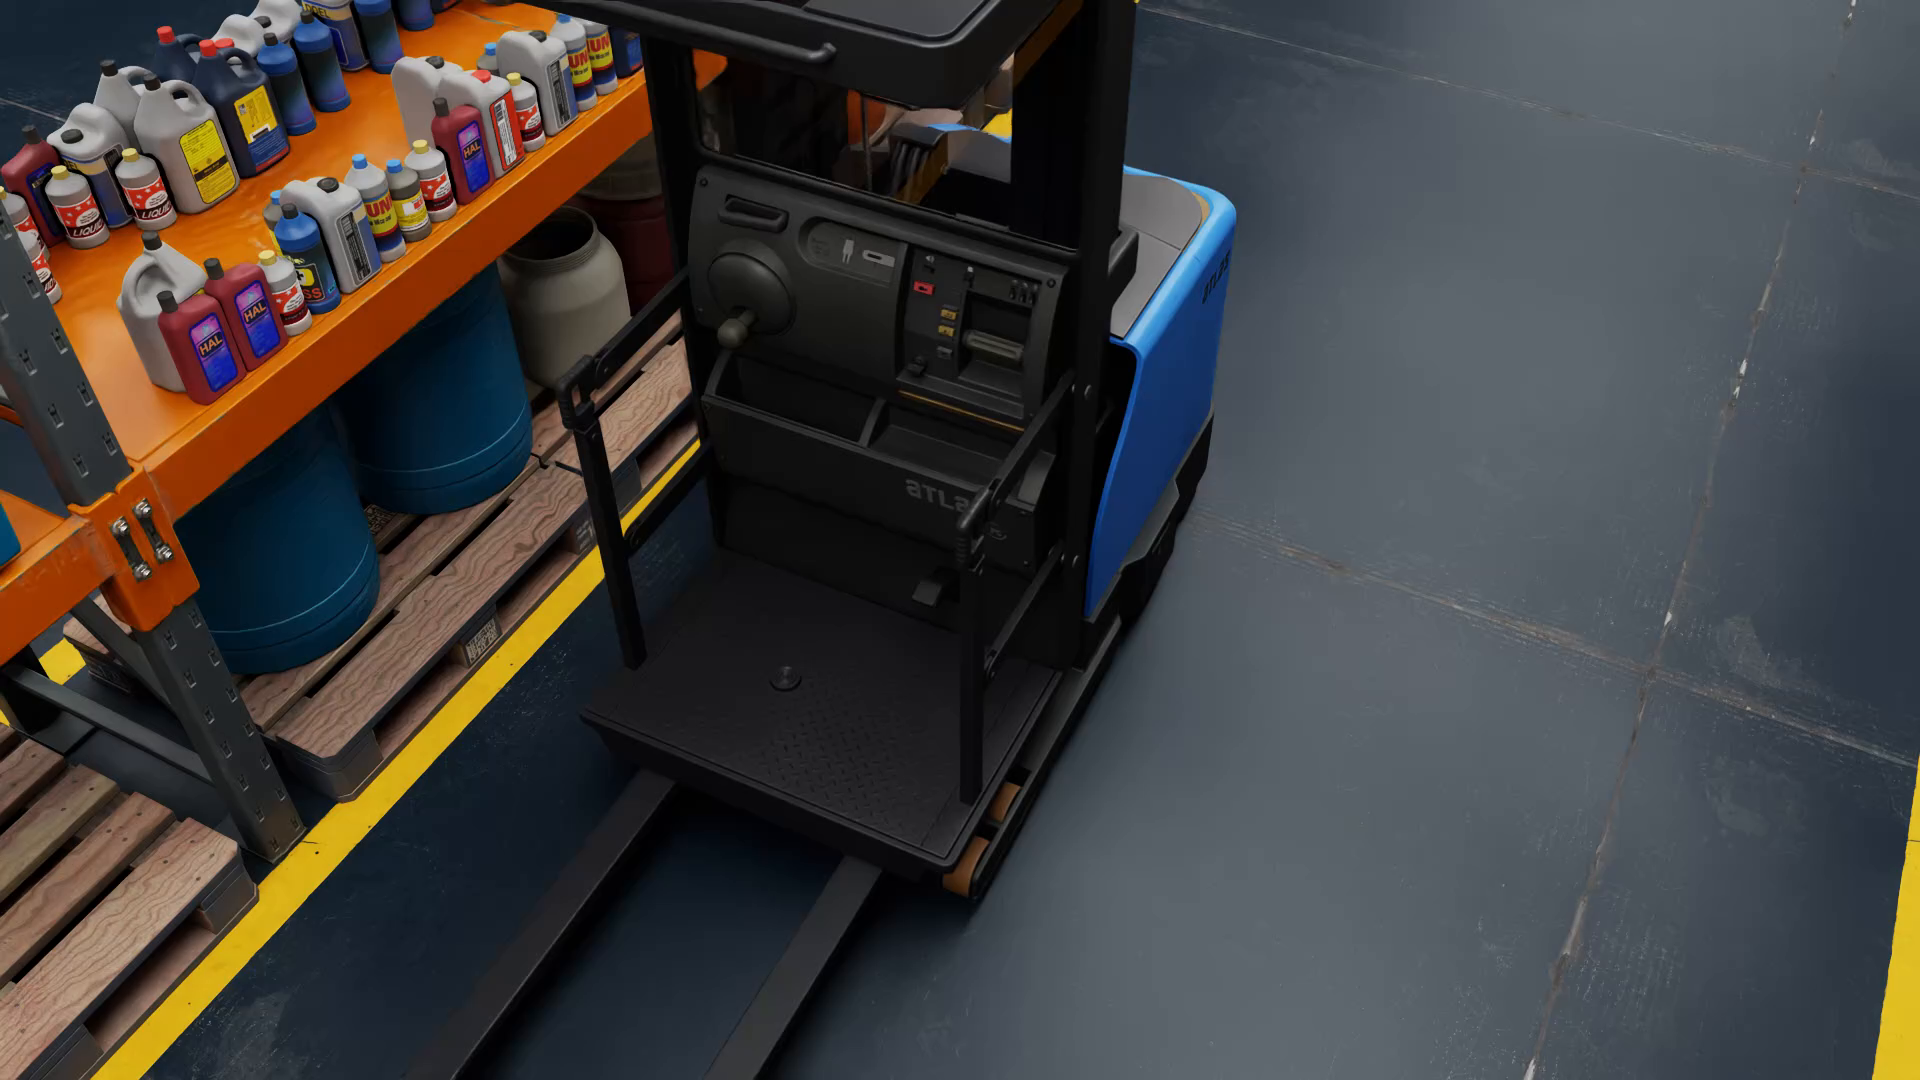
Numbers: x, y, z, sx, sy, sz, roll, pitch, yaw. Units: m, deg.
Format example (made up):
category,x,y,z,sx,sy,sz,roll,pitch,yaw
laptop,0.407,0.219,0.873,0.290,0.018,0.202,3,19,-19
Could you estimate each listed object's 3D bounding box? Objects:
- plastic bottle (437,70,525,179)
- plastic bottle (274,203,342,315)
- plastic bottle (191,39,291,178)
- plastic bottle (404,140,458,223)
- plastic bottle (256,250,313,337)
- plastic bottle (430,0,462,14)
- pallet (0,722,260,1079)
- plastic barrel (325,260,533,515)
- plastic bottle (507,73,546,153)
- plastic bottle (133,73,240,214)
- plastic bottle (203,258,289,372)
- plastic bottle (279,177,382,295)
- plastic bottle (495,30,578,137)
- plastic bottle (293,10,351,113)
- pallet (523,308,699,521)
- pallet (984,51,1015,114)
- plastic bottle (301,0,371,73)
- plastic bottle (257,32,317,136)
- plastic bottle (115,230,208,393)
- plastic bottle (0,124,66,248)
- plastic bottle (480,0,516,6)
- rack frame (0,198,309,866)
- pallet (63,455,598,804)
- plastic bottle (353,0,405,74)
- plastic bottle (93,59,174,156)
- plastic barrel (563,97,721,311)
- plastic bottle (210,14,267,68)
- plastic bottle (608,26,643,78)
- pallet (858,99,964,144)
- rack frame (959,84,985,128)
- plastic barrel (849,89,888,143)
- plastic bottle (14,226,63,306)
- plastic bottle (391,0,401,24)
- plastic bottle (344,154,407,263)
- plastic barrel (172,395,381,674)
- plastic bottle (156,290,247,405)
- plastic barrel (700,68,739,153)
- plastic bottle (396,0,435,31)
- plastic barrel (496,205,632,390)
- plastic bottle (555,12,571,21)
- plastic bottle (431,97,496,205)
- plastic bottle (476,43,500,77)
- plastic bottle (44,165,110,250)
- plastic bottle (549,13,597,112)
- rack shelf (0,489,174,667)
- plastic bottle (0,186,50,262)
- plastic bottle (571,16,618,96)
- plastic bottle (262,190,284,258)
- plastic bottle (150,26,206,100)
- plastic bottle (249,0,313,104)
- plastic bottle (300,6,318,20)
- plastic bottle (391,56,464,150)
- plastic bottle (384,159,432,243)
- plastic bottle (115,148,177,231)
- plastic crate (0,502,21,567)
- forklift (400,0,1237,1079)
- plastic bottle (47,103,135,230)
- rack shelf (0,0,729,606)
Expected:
category,x,y,z,sx,sy,sz,roll,pitch,yaw
plastic bottle,-1.242,-1.101,4.317,0.152,0.276,0.135,20,49,19
plastic bottle,-1.532,-0.665,3.888,0.097,0.271,0.097,0,45,0
plastic bottle,-1.874,-1.134,4.297,0.144,0.351,0.185,20,49,19
plastic bottle,-1.334,-0.909,4.179,0.097,0.201,0.097,0,45,0
plastic bottle,-1.577,-0.579,3.853,0.097,0.201,0.097,0,45,0
plastic bottle,-1.576,-1.759,4.915,0.144,0.351,0.185,20,49,19
pallet,-2.531,1.061,4.053,1.003,0.211,1.213,20,49,19
plastic barrel,-1.628,-0.589,4.903,0.600,0.901,0.708,20,49,19
plastic bottle,-1.164,-1.139,4.406,0.097,0.201,0.097,0,45,0
plastic bottle,-1.960,-1.018,4.182,0.144,0.351,0.185,20,49,19
plastic bottle,-1.614,-0.529,3.746,0.061,0.283,0.133,20,49,19
plastic bottle,-1.502,-0.748,3.968,0.152,0.276,0.135,20,49,19
plastic bottle,-1.135,-1.247,4.461,0.152,0.276,0.135,20,49,19
plastic bottle,-1.742,-1.309,4.525,0.097,0.271,0.097,0,45,0
pallet,-1.264,-0.659,5.753,1.003,0.211,1.213,20,49,19
pallet,0.026,-2.411,7.484,1.003,0.211,1.213,20,49,19
plastic bottle,-1.754,-1.486,4.697,0.152,0.276,0.135,20,49,19
plastic bottle,-1.805,-1.224,4.441,0.097,0.271,0.097,0,45,0
plastic bottle,-1.755,-0.519,3.688,0.144,0.351,0.185,20,49,19
plastic bottle,-2.261,-0.870,4.083,0.061,0.283,0.133,20,49,19
plastic bottle,-1.379,-1.794,4.949,0.144,0.351,0.185,20,49,19
rack frame,-2.224,-0.396,3.532,1.000,3.000,0.127,20,49,19
pallet,-1.829,0.112,4.991,1.003,0.211,1.213,20,49,19
plastic bottle,-1.635,-1.455,4.669,0.097,0.271,0.097,0,45,0
plastic bottle,-2.088,-1.065,4.229,0.144,0.351,0.185,20,49,19
plastic barrel,-1.104,-1.190,5.718,0.600,0.588,0.708,20,49,19
plastic bottle,-1.924,-1.255,4.468,0.152,0.276,0.135,20,49,19
plastic bottle,-0.967,-1.496,4.654,0.144,0.351,0.185,20,49,19
pallet,-0.697,-1.425,6.510,1.003,0.211,1.213,20,49,19
rack frame,-0.368,-2.916,6.023,1.000,3.000,0.127,20,49,19
plastic barrel,-0.580,-1.986,6.335,0.600,0.830,0.708,20,49,19
plastic bottle,-2.209,-0.651,3.924,0.097,0.201,0.097,0,45,0
plastic bottle,-1.687,-1.649,4.853,0.061,0.283,0.133,20,49,19
plastic bottle,-1.424,-0.811,4.033,0.097,0.271,0.097,0,45,0
plastic barrel,-1.957,-0.143,4.462,0.600,0.901,0.708,20,49,19
plastic bottle,-1.676,-0.445,3.663,0.061,0.283,0.133,20,49,19
plastic barrel,-0.763,-1.490,6.067,0.421,0.512,0.421,0,45,0
plastic bottle,-1.609,-1.630,4.843,0.097,0.271,0.097,0,45,0
plastic barrel,-1.287,-0.778,5.364,0.421,0.512,0.421,0,45,0
plastic bottle,-1.094,-1.480,4.694,0.097,0.271,0.097,0,45,0
plastic bottle,-1.264,-1.004,4.216,0.061,0.283,0.133,20,49,19
plastic bottle,-1.254,-1.251,4.517,0.097,0.201,0.097,0,45,0
plastic bottle,-2.182,-0.827,4.098,0.097,0.201,0.097,0,45,0
plastic bottle,-1.056,-1.310,4.526,0.097,0.271,0.097,0,45,0
rack shelf,-3.153,1.117,2.543,1.077,0.370,4.000,20,49,19
plastic bottle,-2.298,-0.763,4.035,0.097,0.201,0.097,0,45,0
plastic bottle,-1.011,-1.371,4.586,0.097,0.271,0.097,0,45,0
plastic bottle,-1.621,-0.752,4.024,0.097,0.201,0.097,0,45,0
plastic bottle,-2.002,-1.182,4.344,0.144,0.351,0.185,20,49,19
plastic bottle,-1.862,-1.340,4.552,0.152,0.276,0.135,20,49,19
plastic bottle,-1.832,-1.396,4.660,0.097,0.201,0.097,0,45,0
plastic bottle,-1.377,-1.151,4.366,0.152,0.276,0.135,20,49,19
plastic bottle,-1.379,-0.847,4.118,0.097,0.201,0.097,0,45,0
plastic bottle,-2.039,-0.882,4.152,0.097,0.201,0.097,0,45,0
plastic crate,-2.139,-0.004,3.114,0.392,0.384,0.575,20,49,19
forklift,-0.301,-0.467,3.651,1.130,2.935,3.031,19,48,18
plastic bottle,-2.158,-0.937,4.155,0.152,0.276,0.135,20,49,19
rack shelf,-1.296,-1.403,5.033,1.077,0.370,4.000,20,49,19
